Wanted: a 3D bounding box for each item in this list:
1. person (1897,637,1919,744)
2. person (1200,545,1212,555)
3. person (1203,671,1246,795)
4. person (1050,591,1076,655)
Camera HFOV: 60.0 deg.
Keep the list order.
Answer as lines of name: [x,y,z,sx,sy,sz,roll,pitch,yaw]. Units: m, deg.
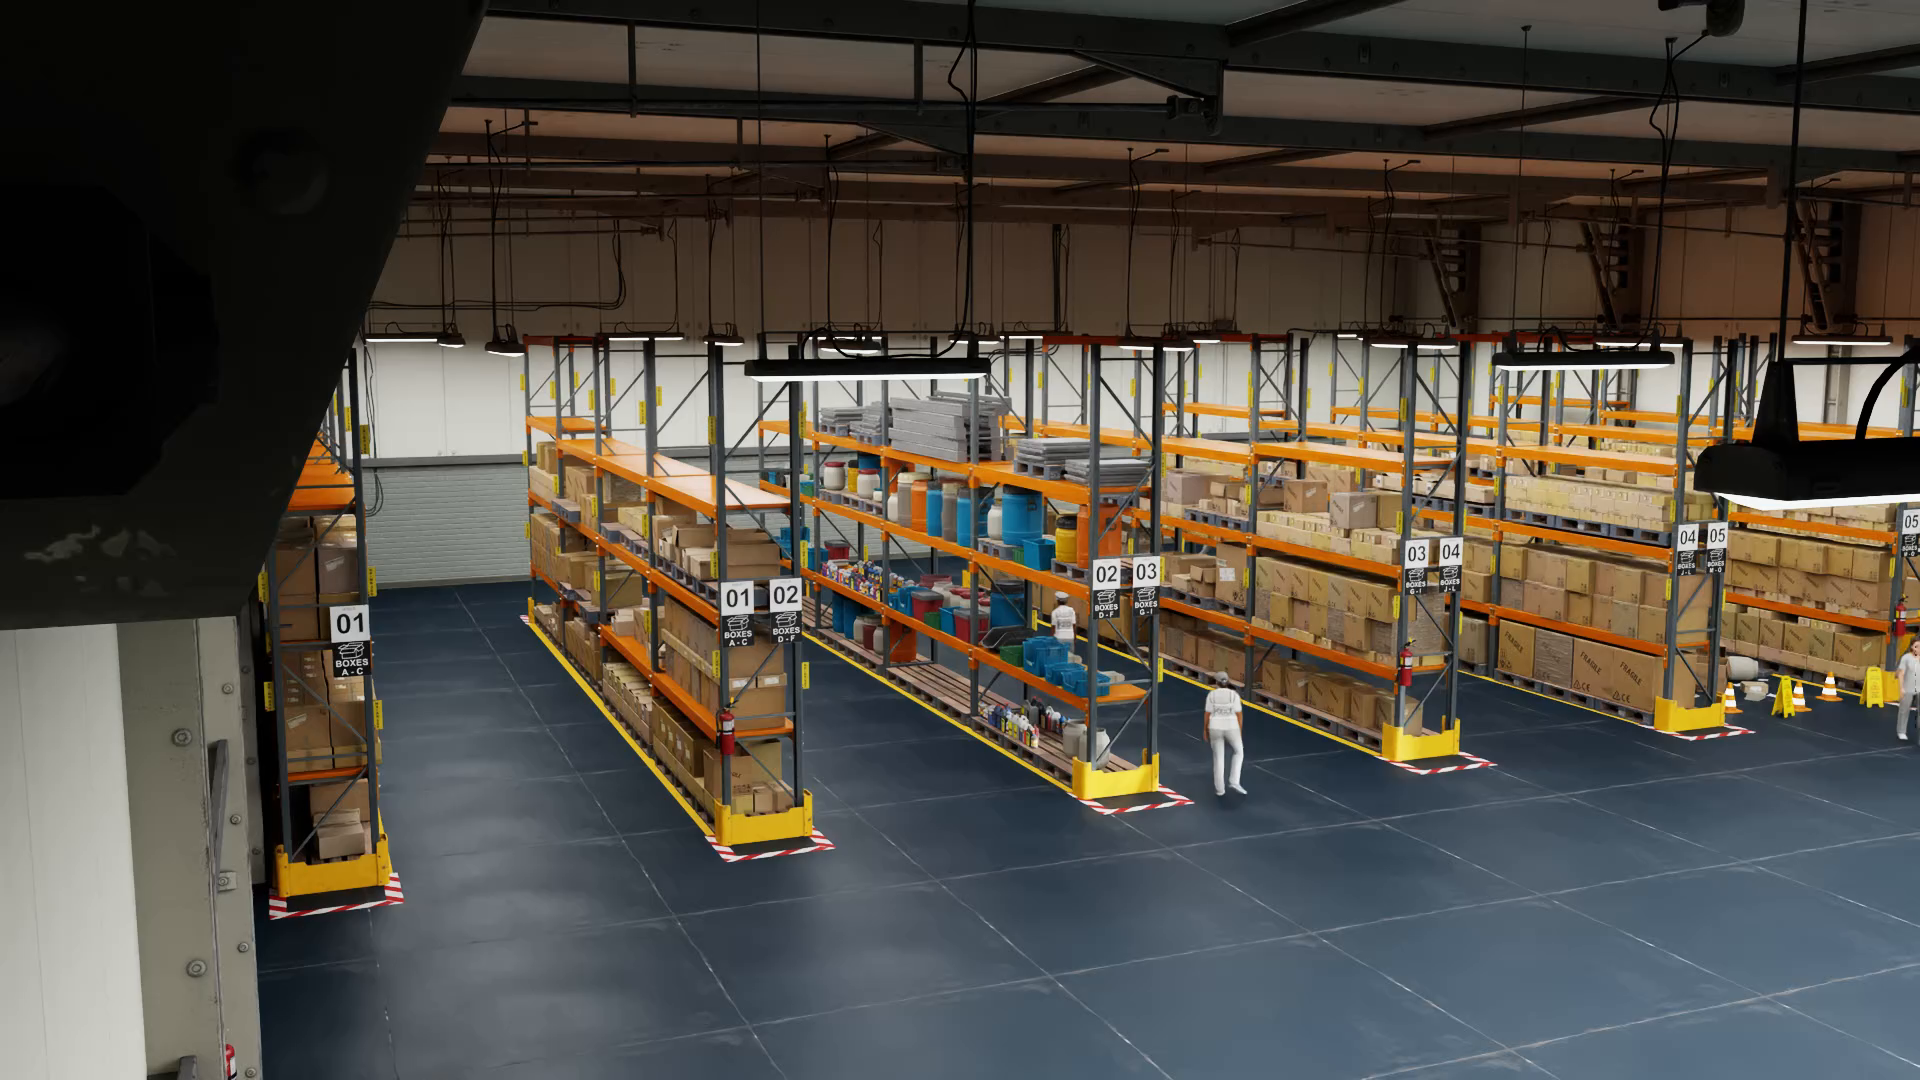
person: [14.163,2.240,24.653,0.468,1.615,1.044,3,8,21]
person: [6.658,-0.258,43.068,0.947,1.739,0.551,1,8,6]
person: [3.528,2.578,22.175,0.590,1.669,0.501,3,8,18]
person: [1.791,1.727,28.459,0.498,1.675,0.471,-2,8,-17]
